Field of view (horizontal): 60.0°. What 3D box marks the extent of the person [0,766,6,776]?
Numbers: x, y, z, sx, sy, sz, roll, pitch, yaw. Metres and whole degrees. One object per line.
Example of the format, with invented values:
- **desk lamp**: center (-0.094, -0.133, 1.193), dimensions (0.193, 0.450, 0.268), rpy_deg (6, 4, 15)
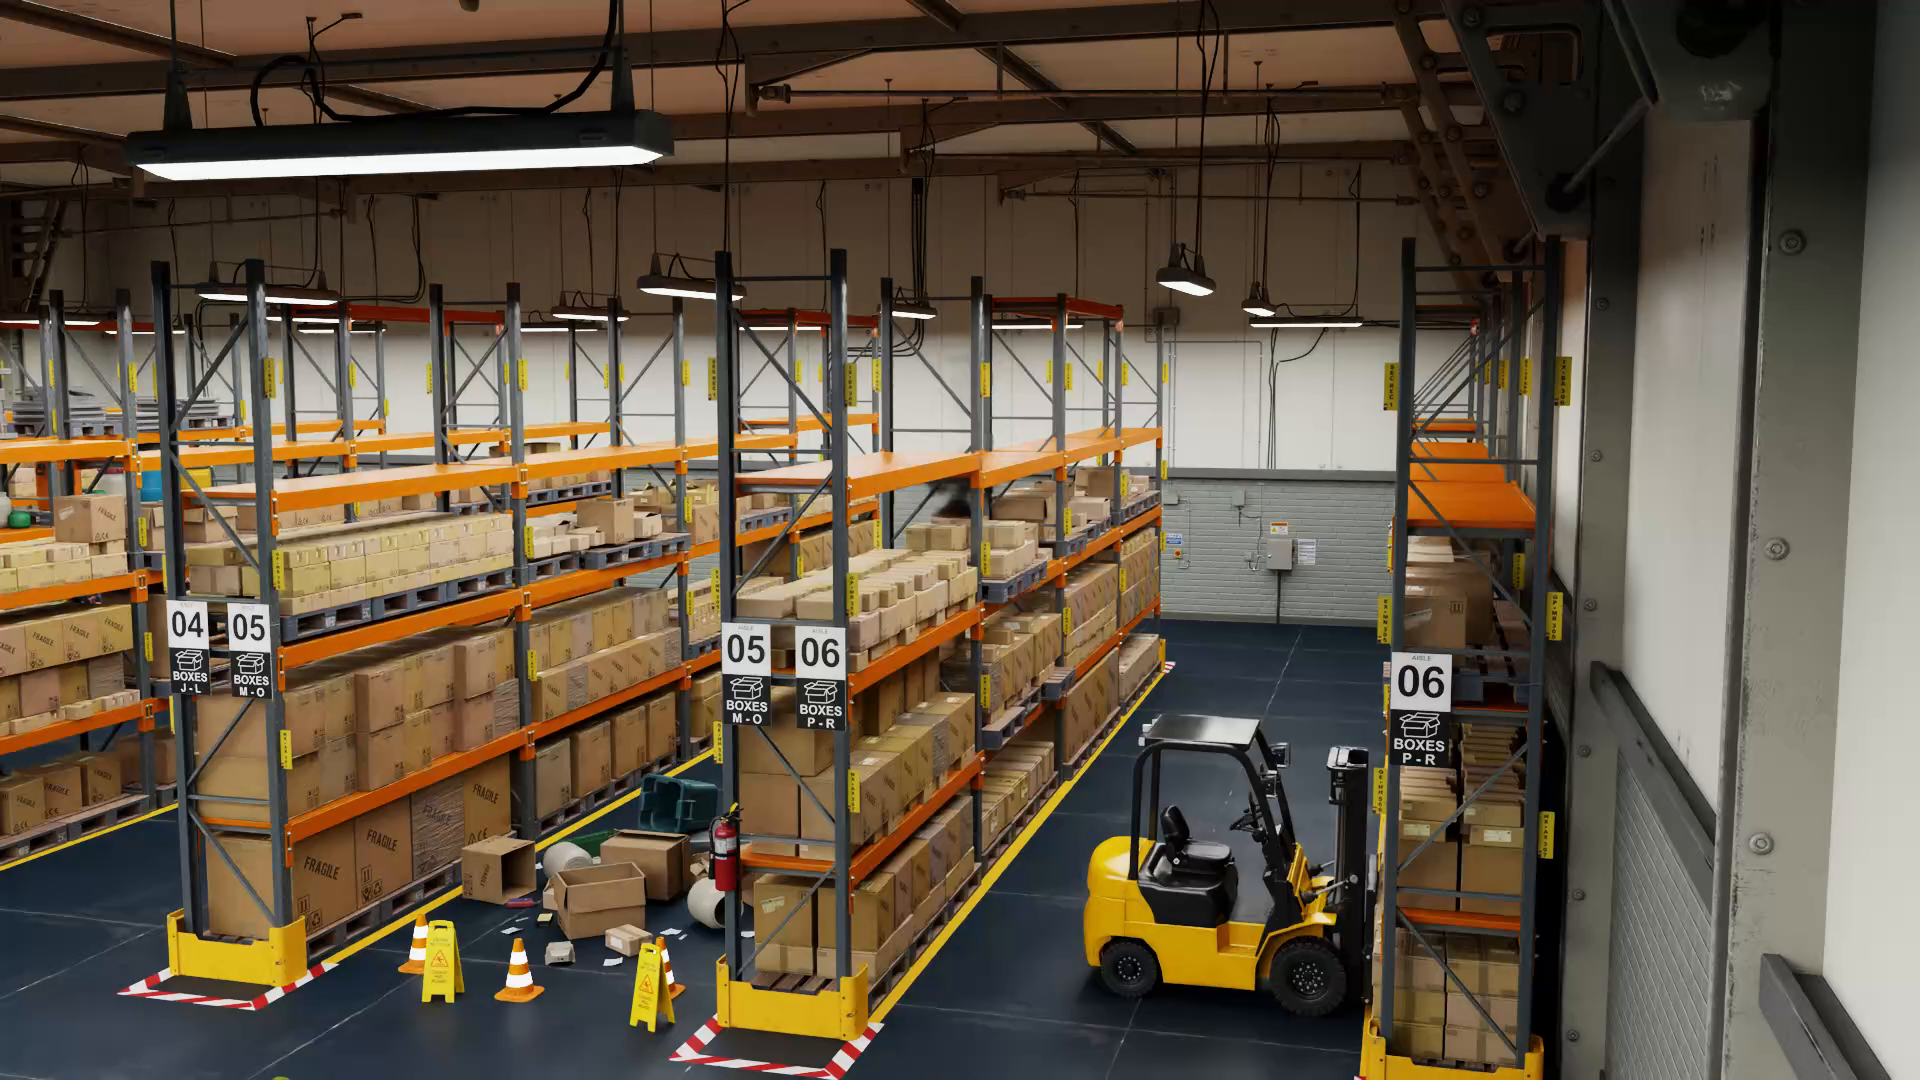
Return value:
- **person**: center (-11.468, 2.313, 19.584), dimensions (0.514, 1.616, 0.653), rpy_deg (1, 6, 12)
